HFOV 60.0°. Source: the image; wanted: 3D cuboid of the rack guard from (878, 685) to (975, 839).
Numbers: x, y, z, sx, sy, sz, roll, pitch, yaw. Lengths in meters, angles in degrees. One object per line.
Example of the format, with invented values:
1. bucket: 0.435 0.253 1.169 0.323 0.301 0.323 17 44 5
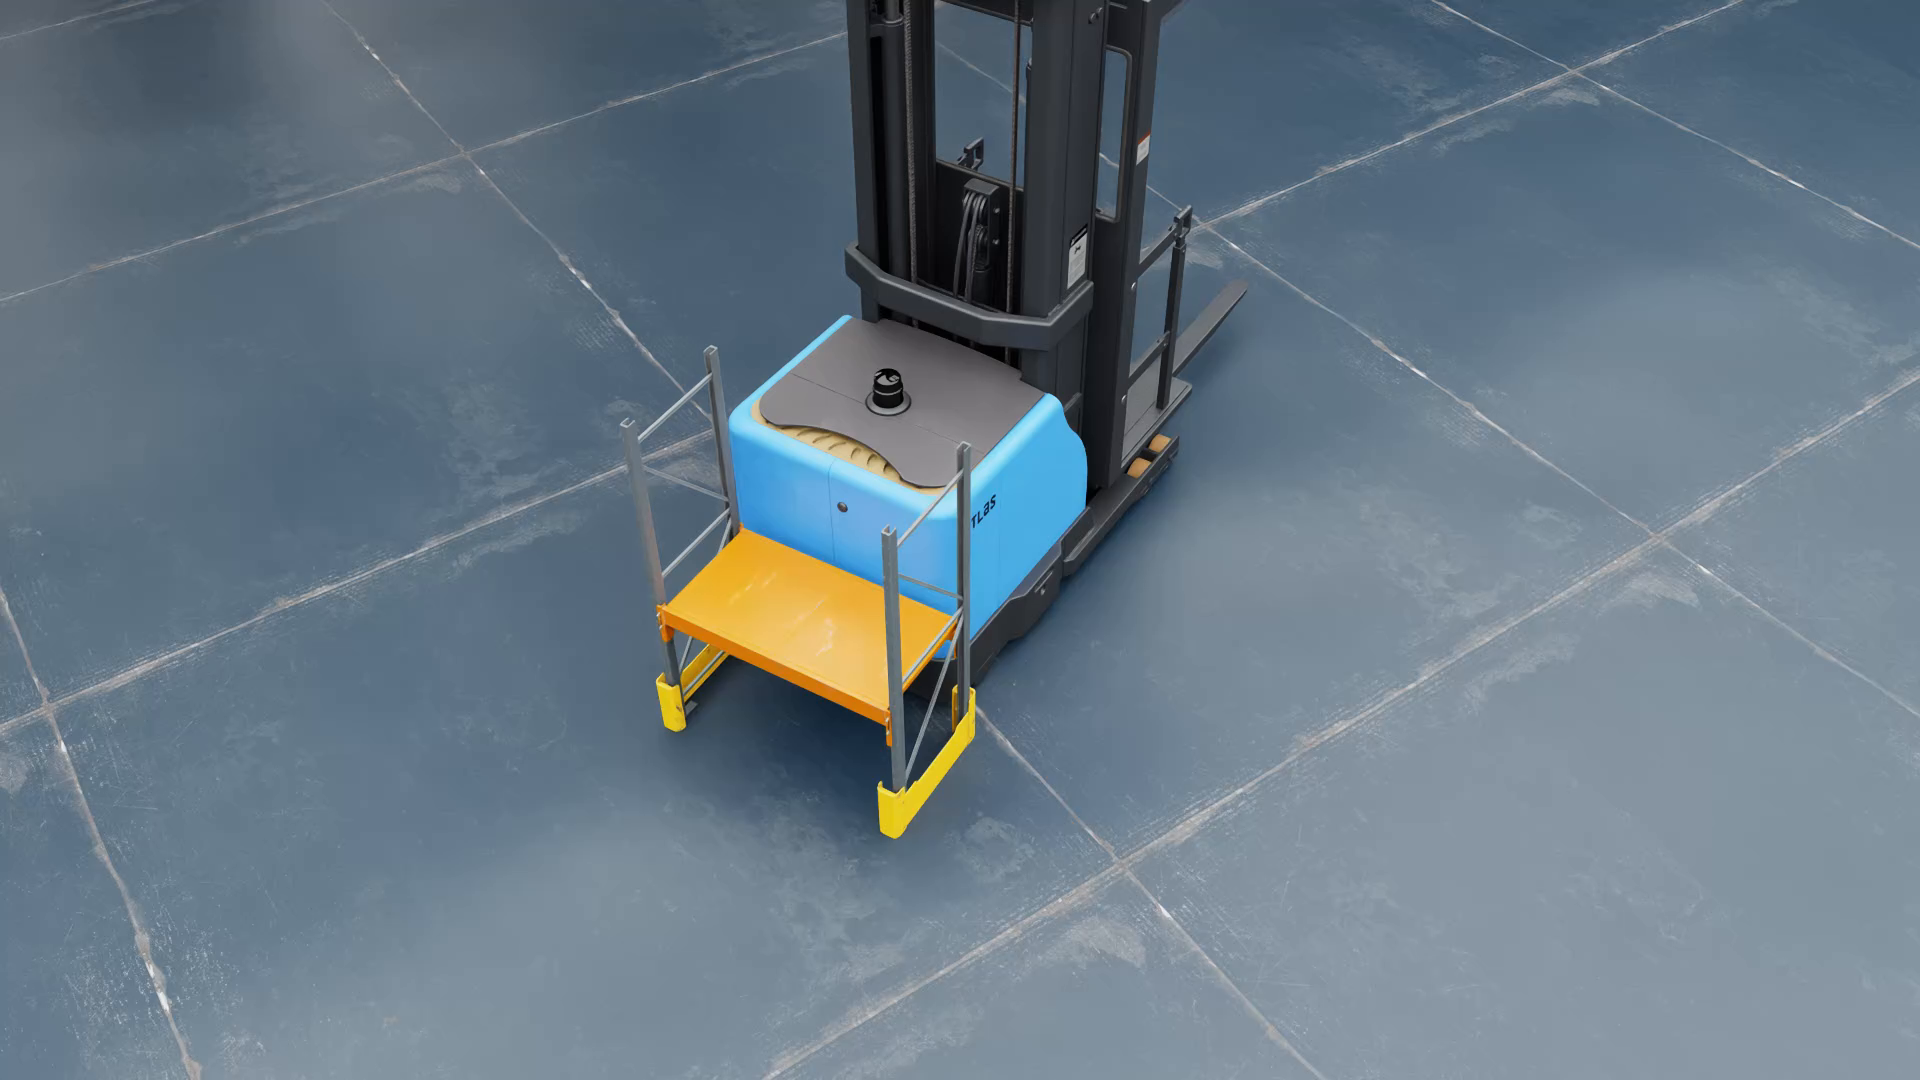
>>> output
1. rack guard: -0.119 0.820 6.201 0.087 0.250 0.587 22 48 21

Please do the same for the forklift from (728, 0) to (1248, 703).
1. forklift: 0.336 -1.422 6.608 1.130 2.935 3.031 24 49 23

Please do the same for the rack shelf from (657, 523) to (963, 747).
1. rack shelf: -0.541 0.327 6.072 1.000 0.185 0.538 22 48 21

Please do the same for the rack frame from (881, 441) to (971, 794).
1. rack frame: -0.102 0.375 5.762 0.032 1.500 0.500 22 48 21

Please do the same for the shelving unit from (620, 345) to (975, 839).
1. shelving unit: -0.549 0.194 5.951 1.083 1.500 0.587 22 48 21

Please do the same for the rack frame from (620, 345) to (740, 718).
1. rack frame: -0.979 0.019 6.134 0.032 1.500 0.500 22 48 21

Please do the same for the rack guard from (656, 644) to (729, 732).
1. rack guard: -0.978 0.471 6.566 0.087 0.250 0.587 22 48 21
